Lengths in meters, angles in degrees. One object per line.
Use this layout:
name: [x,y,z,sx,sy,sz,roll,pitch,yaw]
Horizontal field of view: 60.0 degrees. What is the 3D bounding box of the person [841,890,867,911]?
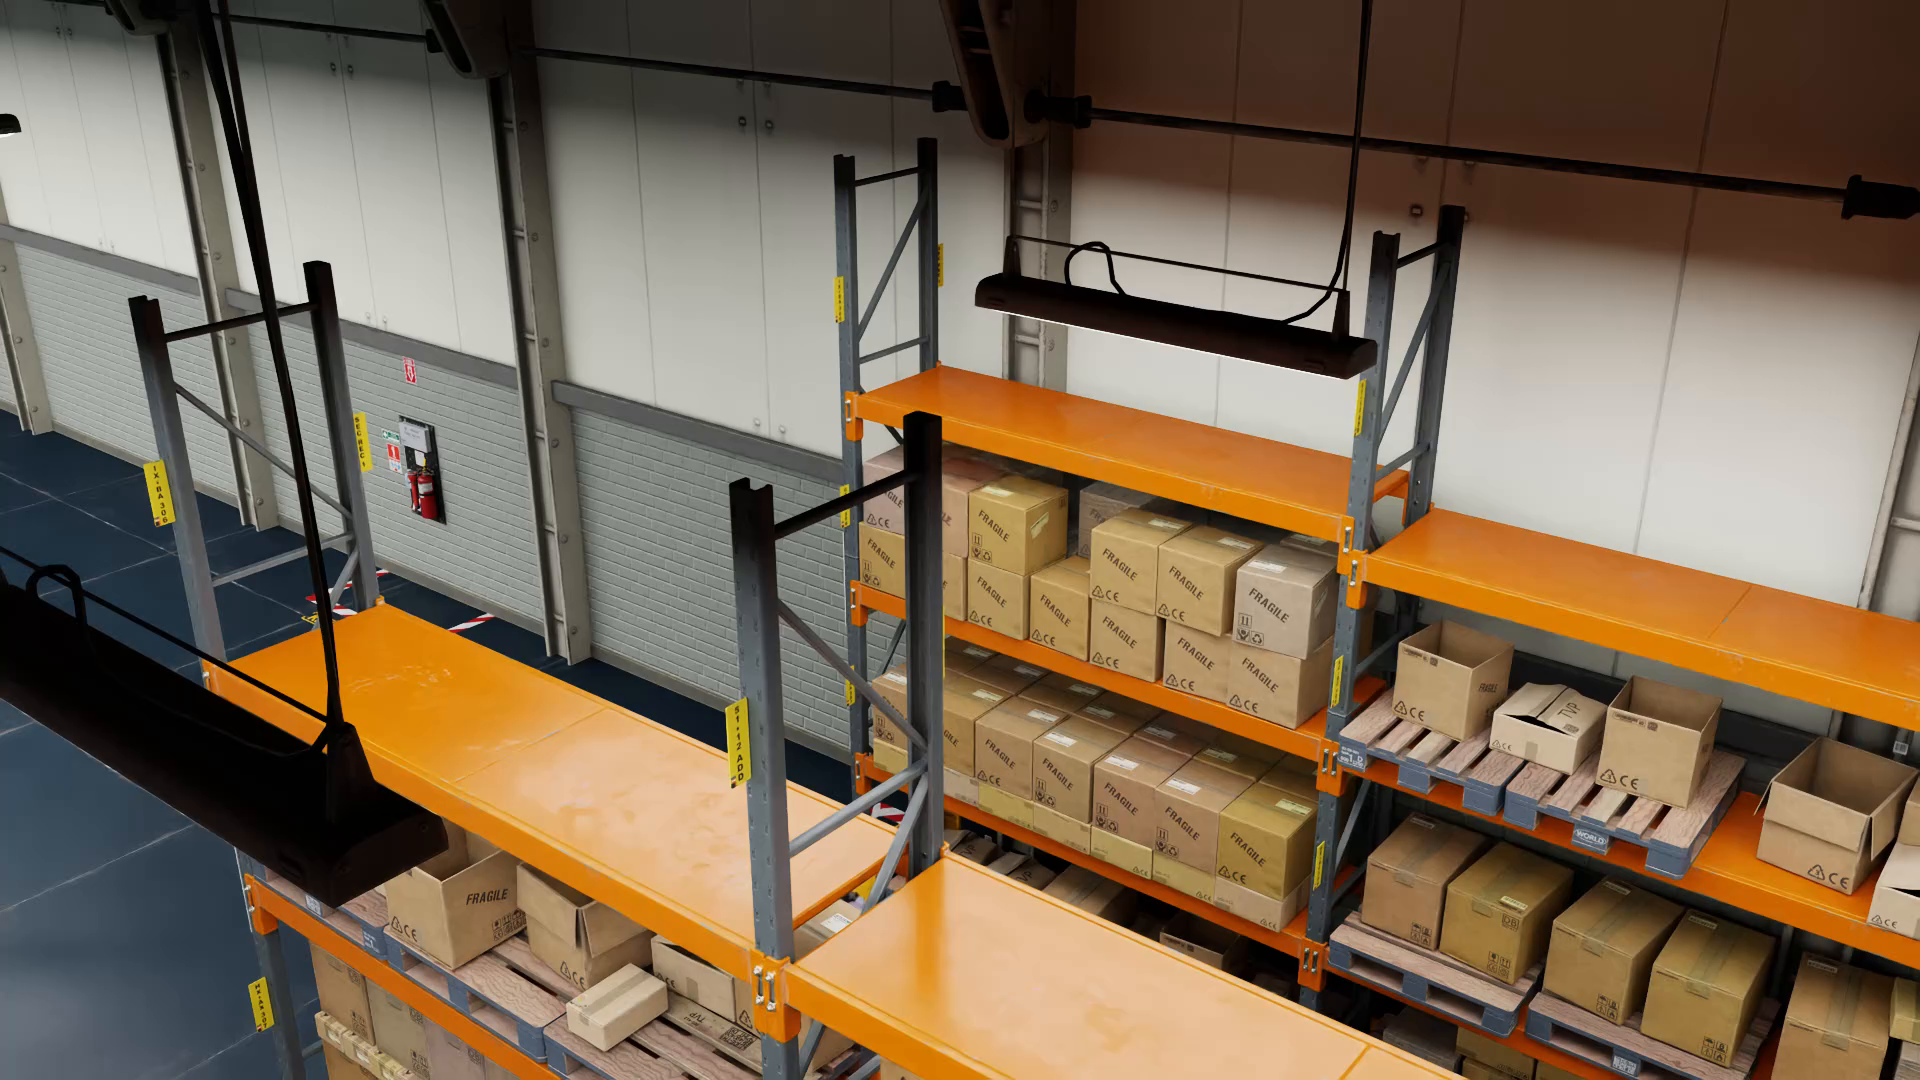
person: [-0.761,3.026,11.343,0.505,1.710,0.527,7,24,16]
